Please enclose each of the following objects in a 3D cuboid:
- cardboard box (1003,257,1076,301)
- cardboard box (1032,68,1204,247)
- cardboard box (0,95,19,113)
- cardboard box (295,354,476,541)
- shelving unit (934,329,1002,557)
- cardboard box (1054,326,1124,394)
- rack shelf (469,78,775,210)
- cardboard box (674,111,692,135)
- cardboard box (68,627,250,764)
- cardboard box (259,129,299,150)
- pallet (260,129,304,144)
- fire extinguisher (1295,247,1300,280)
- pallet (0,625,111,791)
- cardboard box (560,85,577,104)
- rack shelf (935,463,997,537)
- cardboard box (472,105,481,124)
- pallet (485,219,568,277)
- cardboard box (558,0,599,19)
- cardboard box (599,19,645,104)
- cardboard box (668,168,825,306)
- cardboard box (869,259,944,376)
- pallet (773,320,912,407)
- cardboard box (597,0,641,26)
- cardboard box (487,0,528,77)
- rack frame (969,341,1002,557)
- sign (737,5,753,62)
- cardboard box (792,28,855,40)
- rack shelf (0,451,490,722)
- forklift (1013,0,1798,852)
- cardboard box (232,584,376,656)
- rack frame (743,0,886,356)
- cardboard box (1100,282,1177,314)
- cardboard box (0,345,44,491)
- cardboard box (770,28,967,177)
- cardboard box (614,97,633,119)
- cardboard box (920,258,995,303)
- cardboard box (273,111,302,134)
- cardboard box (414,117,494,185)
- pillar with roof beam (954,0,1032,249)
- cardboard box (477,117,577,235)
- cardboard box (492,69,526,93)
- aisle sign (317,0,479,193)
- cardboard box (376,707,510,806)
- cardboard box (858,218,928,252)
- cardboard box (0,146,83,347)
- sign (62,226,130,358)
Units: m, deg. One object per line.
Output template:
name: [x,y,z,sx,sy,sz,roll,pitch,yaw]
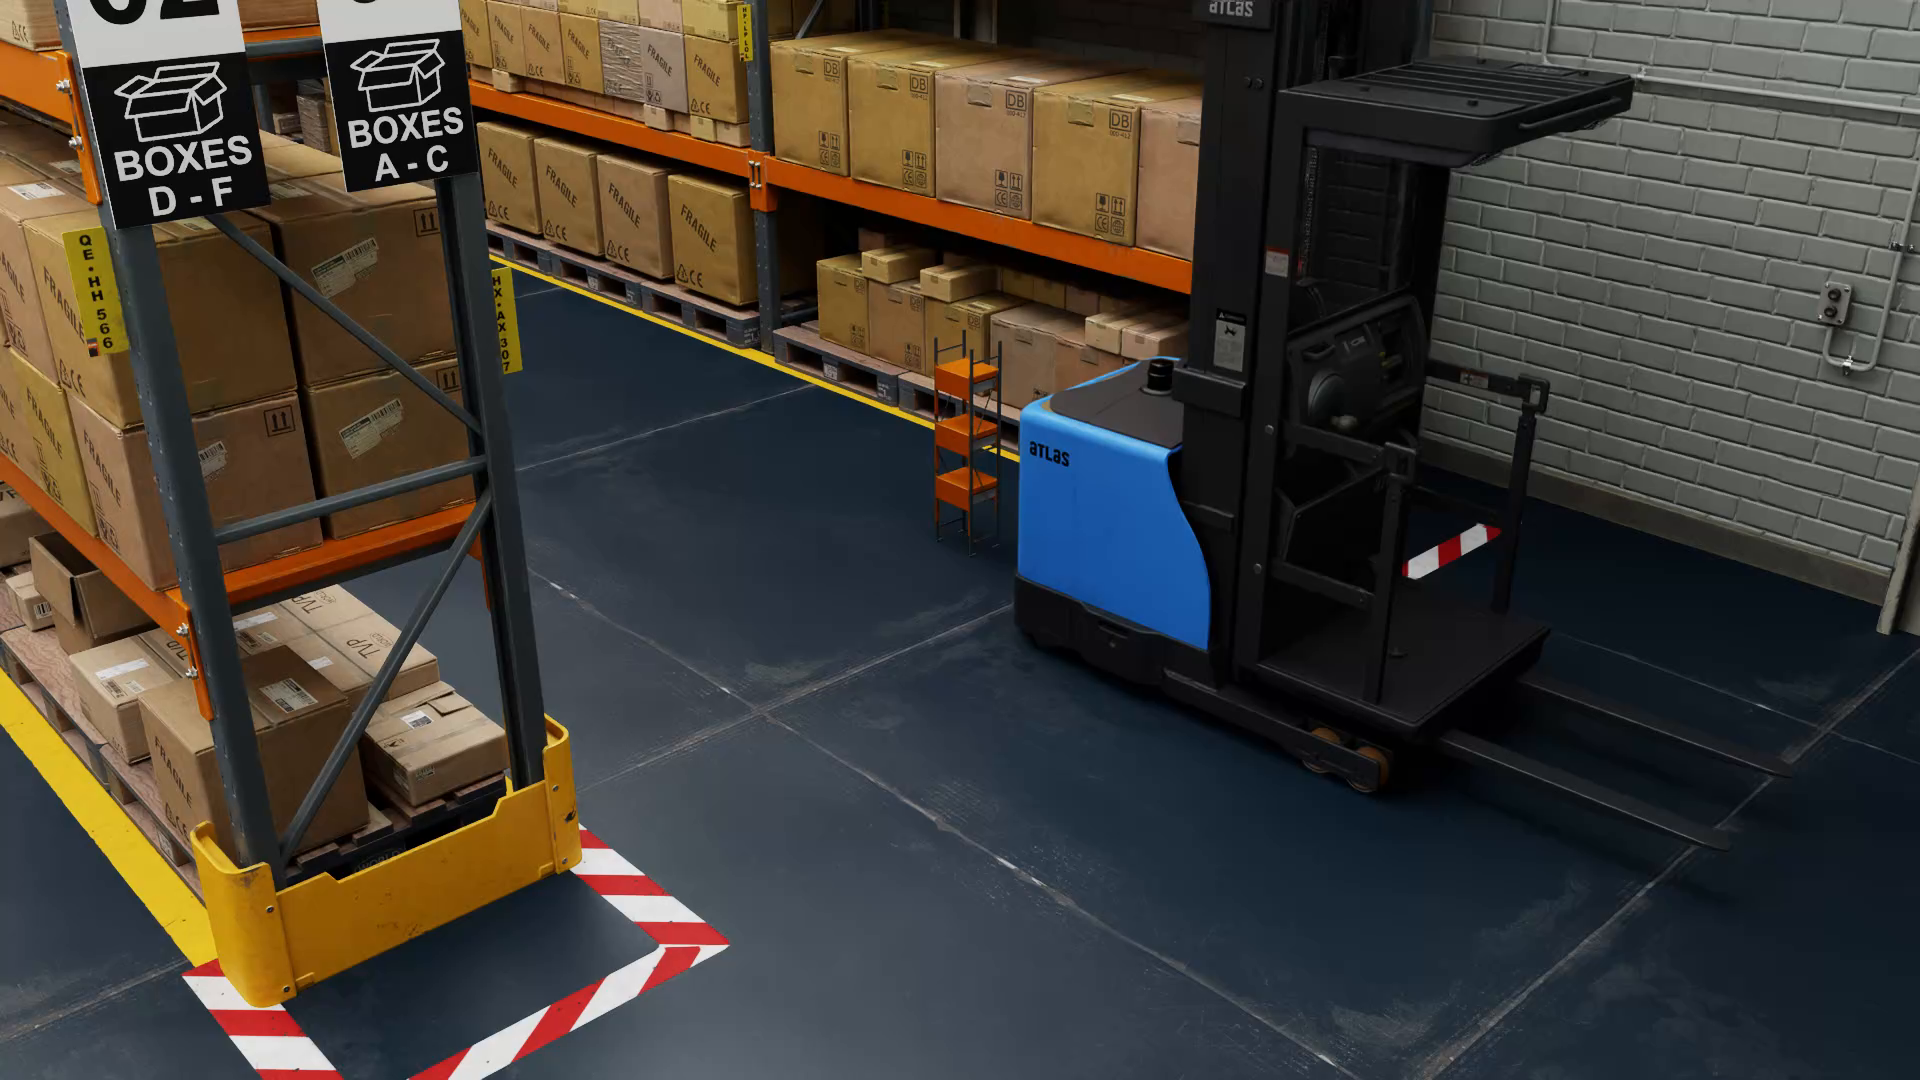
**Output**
cardboard box: [0.468,-1.531,9.715,0.380,0.149,0.250,-22,32,-39]
cardboard box: [0.967,-2.024,8.711,0.980,0.700,0.700,-22,32,-39]
cardboard box: [-3.632,-1.590,6.797,0.500,0.500,0.500,-22,32,-39]
cardboard box: [-1.896,-0.367,5.320,0.500,0.500,0.500,-20,32,-37]
shelving unit: [0.037,-0.461,7.997,0.215,1.050,0.252,-21,32,-38]
cardboard box: [0.935,-0.908,9.132,0.700,0.500,0.500,-21,32,-39]
rack shelf: [-2.273,-3.009,12.099,1.077,0.370,4.000,-21,32,-38]
cardboard box: [-1.677,-2.808,11.071,0.380,0.149,0.250,-20,31,-37]
cardboard box: [-2.964,0.547,6.219,0.500,0.250,0.500,-21,32,-38]
cardboard box: [-2.597,-1.131,5.790,0.500,0.500,0.500,-21,32,-38]
pallet: [-6.858,-4.079,16.937,1.003,0.211,1.213,-21,32,-38]
fire extinguisher: [1.595,-1.137,7.671,0.296,0.674,0.183,-21,32,-38]
pallet: [-3.212,0.523,6.850,1.003,0.211,1.213,-21,32,-38]
cardboard box: [-2.684,-3.290,12.126,0.380,0.149,0.250,-21,32,-38]
rack shelf: [0.037,-0.199,8.116,0.215,0.259,0.240,-21,32,-38]
cardboard box: [-4.514,-3.740,14.413,0.500,0.250,0.500,-20,32,-38]
pallet: [-3.156,-2.414,13.286,1.003,0.211,1.213,-21,32,-38]
cardboard box: [-2.451,-3.797,11.553,0.500,0.250,0.500,-22,33,-39]
cardboard box: [-2.098,-3.295,11.356,0.500,0.500,0.500,-21,32,-38]
cardboard box: [-1.445,-2.104,11.331,0.750,0.750,0.750,-21,32,-38]
cardboard box: [-0.128,-1.376,10.157,0.700,0.500,0.500,-22,32,-39]
pallet: [-0.443,-1.209,10.647,1.003,0.211,1.213,-21,32,-38]
cardboard box: [-2.103,-3.643,11.215,0.500,0.250,0.500,-20,32,-37]
cardboard box: [-3.143,-3.751,12.356,0.500,0.500,0.500,-20,31,-37]
rack frame: [0.120,-0.424,7.916,0.200,1.050,0.008,-21,32,-38]
sign: [-1.295,-3.064,10.054,0.100,0.325,0.005,-21,32,-38]
cardboard box: [-1.036,-3.131,10.997,0.500,0.500,0.500,22,33,40]
rack shelf: [-3.152,-0.391,6.360,1.077,0.370,4.000,-21,32,-38]
forklift: [1.652,-0.639,6.120,3.031,2.935,1.130,21,32,39]
cardboard box: [-2.633,0.390,6.563,0.500,0.250,0.500,-21,32,-38]
rack frame: [-0.906,-2.731,10.621,1.000,3.000,0.127,-21,32,-38]
cardboard box: [0.991,-1.299,9.208,0.380,0.149,0.250,-21,32,-38]
cardboard box: [-2.984,-0.525,5.667,0.500,0.500,0.500,-21,32,-38]
cardboard box: [-0.547,-2.698,10.189,0.980,0.700,0.700,-21,32,-38]
cardboard box: [-2.180,-3.045,11.589,0.380,0.149,0.250,-22,33,-40]
cardboard box: [-0.012,-1.510,9.671,0.380,0.149,0.250,-22,33,-40]
cardboard box: [-6.761,-4.219,16.768,0.250,0.166,0.380,19,31,35]
cardboard box: [-4.437,-3.398,14.566,0.700,0.500,0.500,-21,32,-39]
pillar with roof beam: [-2.938,-4.272,6.772,9.100,9.000,0.400,-21,32,-38]
cardboard box: [-3.233,-2.895,13.067,0.750,0.750,0.750,-22,32,-39]
cardboard box: [-3.298,-3.488,12.561,0.380,0.149,0.250,-20,31,-37]
aisle sign: [-1.524,-1.358,4.480,0.394,0.787,0.004,-21,32,-38]
cardboard box: [-1.820,0.760,5.874,0.380,0.149,0.250,-21,32,-38]
cardboard box: [-0.423,-1.924,10.578,0.380,0.149,0.250,-21,32,-39]
cardboard box: [-2.994,-0.978,5.455,0.500,0.500,0.500,-20,31,-37]
sign: [-2.204,-0.631,4.244,0.100,0.325,0.005,-21,32,-38]
